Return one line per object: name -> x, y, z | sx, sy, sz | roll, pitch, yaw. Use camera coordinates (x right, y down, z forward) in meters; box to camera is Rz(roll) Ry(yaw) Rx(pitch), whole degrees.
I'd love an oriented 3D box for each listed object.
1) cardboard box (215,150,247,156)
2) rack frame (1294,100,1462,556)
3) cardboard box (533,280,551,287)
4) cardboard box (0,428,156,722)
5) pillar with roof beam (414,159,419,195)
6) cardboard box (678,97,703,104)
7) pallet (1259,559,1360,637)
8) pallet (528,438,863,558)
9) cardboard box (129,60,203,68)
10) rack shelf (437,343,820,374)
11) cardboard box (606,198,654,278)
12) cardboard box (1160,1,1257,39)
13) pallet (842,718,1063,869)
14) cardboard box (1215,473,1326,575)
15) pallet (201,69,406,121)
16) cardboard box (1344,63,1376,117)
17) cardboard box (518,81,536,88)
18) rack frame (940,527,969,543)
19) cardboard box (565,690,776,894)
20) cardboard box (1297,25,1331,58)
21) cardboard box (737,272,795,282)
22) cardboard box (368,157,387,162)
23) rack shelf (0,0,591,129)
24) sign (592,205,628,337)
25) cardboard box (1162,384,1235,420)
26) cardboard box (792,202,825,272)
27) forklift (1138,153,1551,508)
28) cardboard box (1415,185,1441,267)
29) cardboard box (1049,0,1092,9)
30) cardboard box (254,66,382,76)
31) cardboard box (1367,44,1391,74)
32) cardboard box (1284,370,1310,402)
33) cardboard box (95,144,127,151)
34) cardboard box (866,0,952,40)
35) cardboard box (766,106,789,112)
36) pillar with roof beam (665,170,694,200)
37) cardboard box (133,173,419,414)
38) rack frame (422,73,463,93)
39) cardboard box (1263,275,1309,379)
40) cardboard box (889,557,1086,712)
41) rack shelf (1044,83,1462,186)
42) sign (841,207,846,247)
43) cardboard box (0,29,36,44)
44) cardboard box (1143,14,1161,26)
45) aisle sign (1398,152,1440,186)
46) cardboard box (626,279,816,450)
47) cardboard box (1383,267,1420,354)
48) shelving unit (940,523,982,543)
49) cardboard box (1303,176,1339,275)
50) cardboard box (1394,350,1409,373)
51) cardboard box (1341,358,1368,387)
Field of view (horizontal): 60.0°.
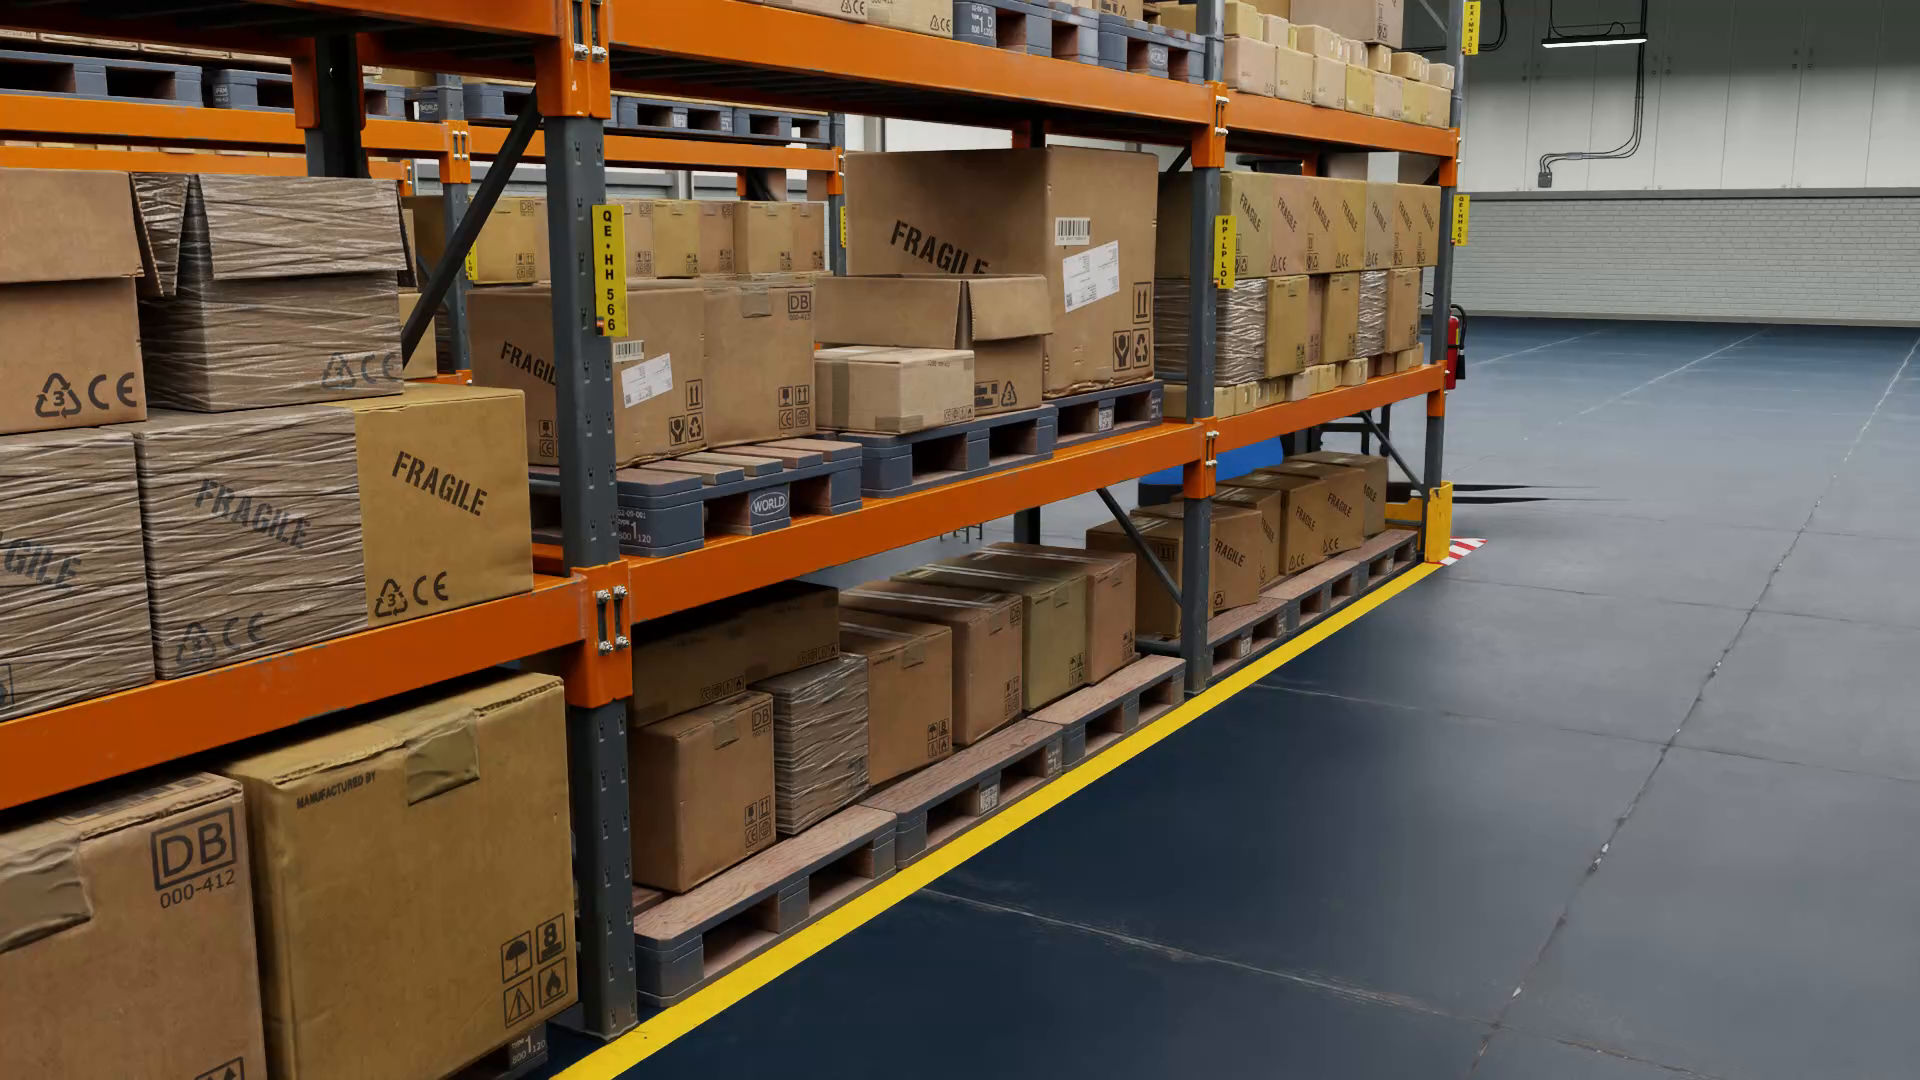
cardboard box -> -6.375, -3.385, 14.327 | 0.380, 0.149, 0.250 | 6, 12, 30
rack frame -> 2.800, -1.416, 11.279 | 1.000, 3.000, 0.127 | 6, 12, 31
cardboard box -> -3.016, -1.498, 11.310 | 0.875, 0.550, 0.550 | 6, 12, 31
cardboard box -> -1.929, 0.055, 3.154 | 0.500, 0.500, 0.500 | 6, 12, 29
pillar with roof beam -> -4.251, -6.294, 21.032 | 9.100, 9.000, 0.400 | 6, 12, 31
cardboard box -> -2.062, -3.187, 11.861 | 0.380, 0.149, 0.250 | 7, 12, 31
pallet -> 1.674, 0.282, 9.786 | 1.003, 0.211, 1.213 | 6, 12, 31
pallet -> -1.075, -0.185, 5.229 | 1.213, 0.211, 1.003 | 6, 12, 31
cardboard box -> -4.413, -2.687, 9.189 | 0.380, 0.149, 0.250 | 6, 12, 31
rack shelf -> -2.425, -1.237, 12.281 | 1.077, 0.370, 4.000 | 6, 12, 31
cardboard box -> -2.658, -2.105, 11.619 | 0.875, 0.550, 0.550 | 6, 12, 31
cardboard box -> 1.155, -2.405, 7.735 | 0.380, 0.149, 0.250 | 6, 12, 29
pallet -> -0.312, 0.899, 6.491 | 1.003, 0.211, 1.213 | 6, 12, 31
cardboard box -> 1.839, -0.103, 9.918 | 0.500, 0.500, 0.500 | 8, 13, 36
pallet -> -3.897, -2.508, 9.481 | 0.805, 0.209, 1.217 | 6, 12, 28
cardboard box -> 1.980, -2.478, 9.210 | 0.500, 0.250, 0.500 | 6, 12, 30
cardboard box -> -2.851, -2.948, 10.585 | 0.380, 0.149, 0.250 | 6, 12, 31
rack frame -> -0.040, -0.578, 11.694 | 0.240, 1.200, 0.006 | 6, 12, 31
cardboard box -> -1.023, 0.748, 5.321 | 0.700, 0.500, 0.500 | 6, 12, 28
cardboard box -> 1.698, -2.570, 8.618 | 0.380, 0.149, 0.250 | 6, 12, 30
cardboard box -> -1.808, -1.828, 13.073 | 0.875, 0.550, 0.550 | 6, 12, 31
cardboard box -> -5.616, -3.630, 15.641 | 0.380, 0.149, 0.250 | 6, 12, 31
rack shelf -> -2.392, -0.964, 2.668 | 1.077, 0.370, 4.000 | 6, 12, 31
sign -> -0.877, -0.674, 4.171 | 0.100, 0.325, 0.005 | 6, 12, 31
cardboard box -> 1.092, -0.668, 7.969 | 0.380, 0.149, 0.250 | 6, 12, 31
cardboard box -> -1.612, -2.455, 13.490 | 0.875, 0.550, 0.550 | 6, 12, 31
forklift -> 2.896, -1.617, 12.540 | 3.031, 2.935, 1.130 | 1, 11, 6
cardboard box -> 2.726, -1.992, 10.562 | 0.500, 0.500, 0.500 | 6, 12, 31
cardboard box -> 0.321, -2.244, 6.775 | 0.396, 0.266, 0.258 | 7, 13, 33
cardboard box -> -3.693, -2.806, 9.549 | 0.500, 0.250, 0.500 | 7, 12, 31
cardboard box -> 2.241, -2.735, 9.498 | 0.380, 0.149, 0.250 | 6, 12, 28
cardboard box -> 1.626, -0.824, 8.800 | 0.380, 0.149, 0.250 | 6, 12, 31
cardboard box -> -6.993, -3.231, 13.505 | 0.380, 0.149, 0.250 | 7, 13, 32
cardboard box -> -0.366, -1.770, 5.429 | 0.500, 0.250, 0.500 | 7, 13, 32
cardboard box -> -1.534, -3.347, 12.714 | 0.380, 0.149, 0.250 | 7, 12, 32
pillar with roof beam -> -1.136, -7.237, 26.073 | 9.100, 9.000, 0.400 | 6, 12, 31
cardboard box -> -1.747, -0.586, 3.851 | 0.797, 0.503, 0.637 | 7, 13, 33
rack frame -> -3.463, -4.225, 9.982 | 1.000, 3.000, 0.127 | 6, 12, 31
cardboard box -> 1.299, -1.122, 8.630 | 0.875, 0.500, 0.500 | 6, 12, 31
cardboard box -> 0.122, 0.394, 7.212 | 0.700, 0.500, 0.500 | 6, 12, 30
rack shelf -> 1.762, -2.222, 9.389 | 1.077, 0.370, 4.000 | 6, 12, 31
sign -> -0.930, -2.537, 13.478 | 0.100, 0.325, 0.005 | 6, 12, 31
cardboard box -> -4.716, -2.475, 7.781 | 0.500, 0.250, 0.500 | 7, 13, 32
cardboard box -> 0.862, -2.495, 8.218 | 0.380, 0.149, 0.250 | 7, 12, 31
aisle sign -> 3.088, -2.674, 10.938 | 0.394, 0.787, 0.004 | 6, 12, 31
cardboard box -> -0.903, -0.599, 5.504 | 0.700, 0.500, 0.500 | 9, 14, 39
cardboard box -> 2.334, -1.437, 10.313 | 0.875, 0.500, 0.500 | 6, 12, 31
shelving unit -> 0.008, -0.592, 11.770 | 0.258, 1.200, 0.189 | 6, 12, 31
cardboard box -> 1.692, -1.677, 8.879 | 0.500, 0.500, 0.500 | 6, 12, 31
cardboard box -> 2.612, -1.144, 10.511 | 0.380, 0.149, 0.250 | 6, 12, 31
cardboard box -> 2.139, -0.982, 9.643 | 0.380, 0.149, 0.250 | 6, 12, 31
